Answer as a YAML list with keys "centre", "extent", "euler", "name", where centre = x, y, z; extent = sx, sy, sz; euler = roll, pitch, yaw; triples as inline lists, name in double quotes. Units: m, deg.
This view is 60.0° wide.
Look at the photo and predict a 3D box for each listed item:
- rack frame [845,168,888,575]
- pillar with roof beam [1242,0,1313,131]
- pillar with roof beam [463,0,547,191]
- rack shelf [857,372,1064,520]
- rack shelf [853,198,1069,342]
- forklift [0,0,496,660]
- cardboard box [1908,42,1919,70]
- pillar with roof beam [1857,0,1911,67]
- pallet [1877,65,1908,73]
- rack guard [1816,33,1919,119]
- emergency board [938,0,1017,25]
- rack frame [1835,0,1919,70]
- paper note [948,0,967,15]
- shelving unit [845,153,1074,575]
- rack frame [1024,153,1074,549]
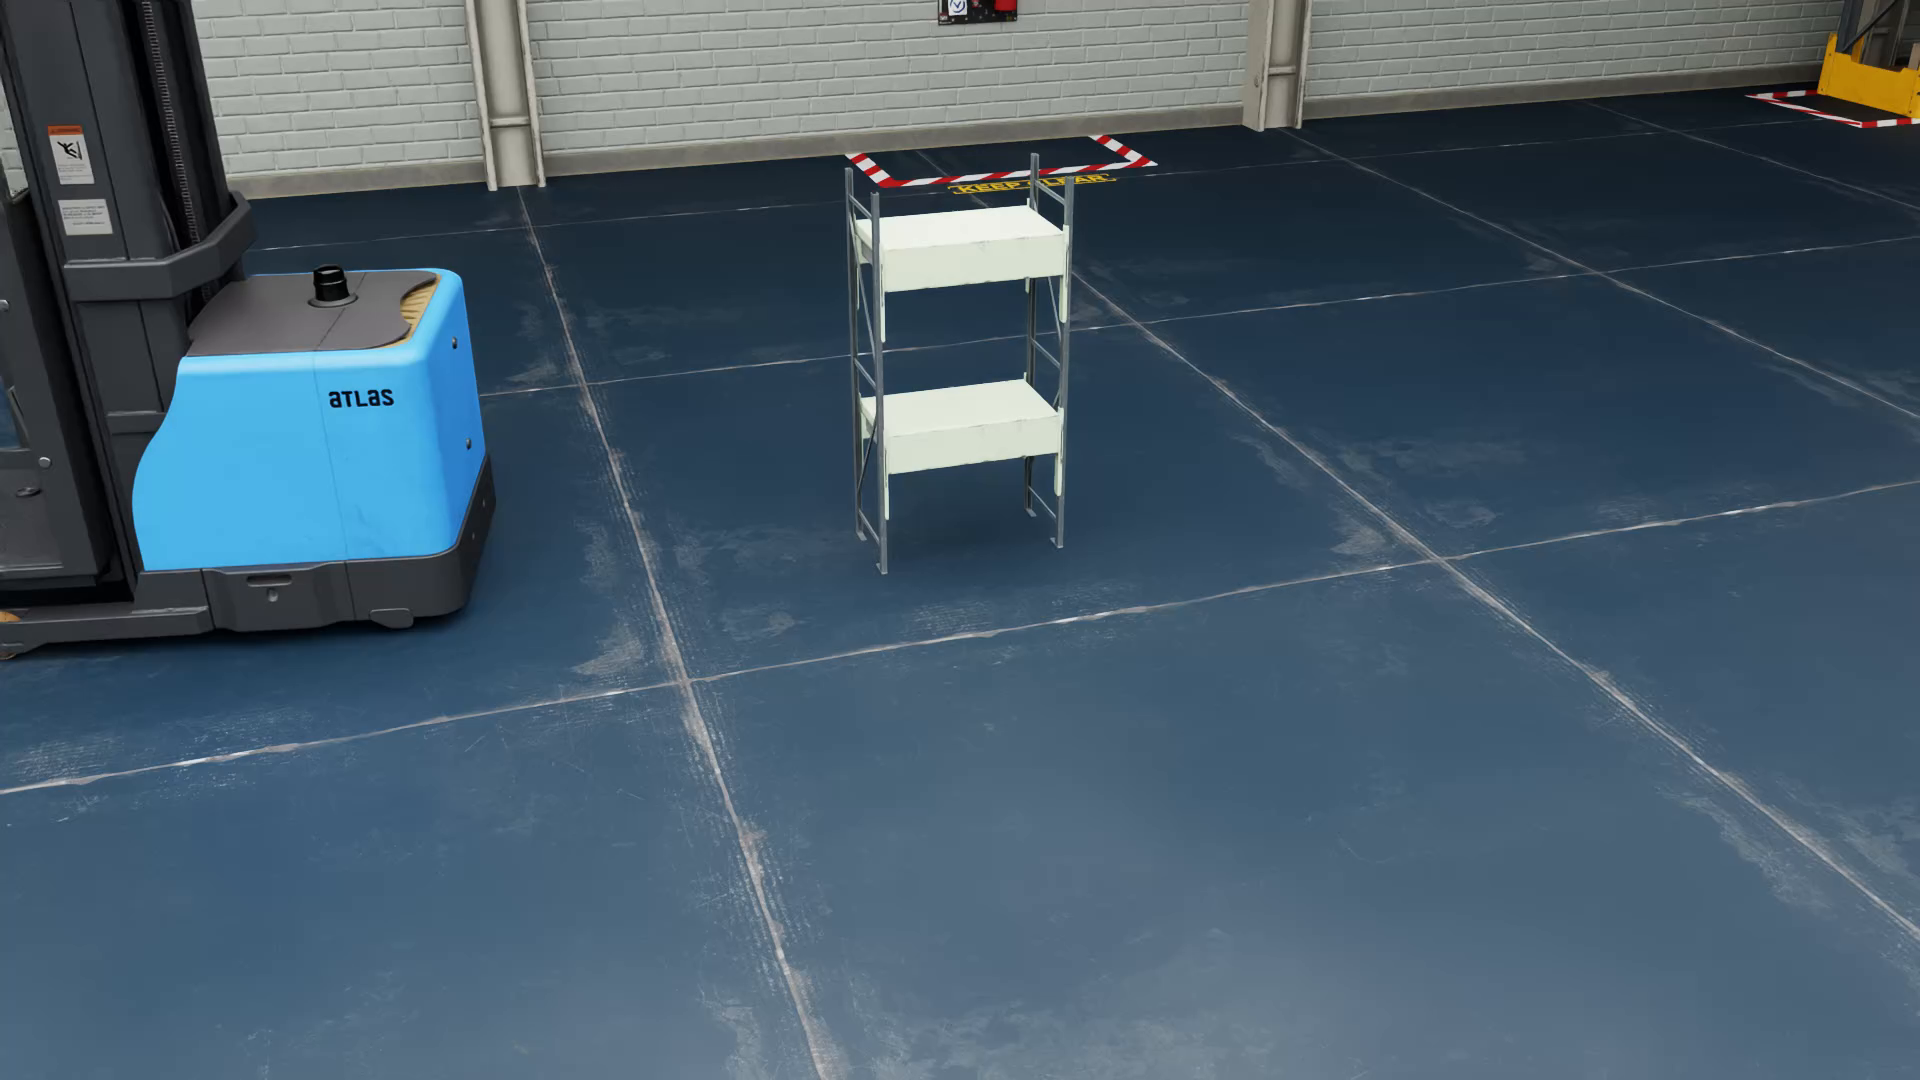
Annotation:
- centre: [-0.354, -0.620, 6.313]
  extent: [0.023, 1.500, 0.400]
  euler: [-8, 28, -16]
  name: "rack frame"
- centre: [3.867, -5.585, 7.880]
  extent: [0.400, 9.000, 9.100]
  euler: [-8, 28, -16]
  name: "pillar with roof beam"
- centre: [-1.838, -4.759, 6.216]
  extent: [0.400, 9.000, 9.100]
  euler: [-8, 28, -16]
  name: "pillar with roof beam"
- centre: [-0.006, -0.379, 6.560]
  extent: [0.720, 0.370, 0.431]
  euler: [-8, 28, -16]
  name: "rack shelf"
- centre: [-0.006, -1.020, 6.241]
  extent: [0.720, 0.370, 0.431]
  euler: [-8, 28, -16]
  name: "rack shelf"
- centre: [-3.371, -1.126, 5.722]
  extent: [3.031, 2.935, 1.130]
  euler: [-3, 27, -6]
  name: "forklift"
- centre: [8.527, -4.132, 14.229]
  extent: [0.500, 0.311, 0.500]
  euler: [-12, 29, -22]
  name: "cardboard box"
- centre: [9.572, -6.411, 9.544]
  extent: [0.400, 9.000, 9.100]
  euler: [-8, 28, -16]
  name: "pillar with roof beam"
- centre: [8.697, -3.941, 14.450]
  extent: [1.213, 0.211, 1.003]
  euler: [-8, 28, -16]
  name: "pallet"
- centre: [7.913, -3.973, 14.191]
  extent: [0.348, 0.500, 1.175]
  euler: [-8, 28, -16]
  name: "rack guard"
- centre: [0.172, -4.394, 12.227]
  extent: [0.643, 1.169, 0.194]
  euler: [-8, 28, -16]
  name: "emergency board"
- centre: [7.841, -5.082, 13.614]
  extent: [0.127, 3.000, 1.000]
  euler: [-8, 28, -16]
  name: "rack frame"
- centre: [-0.017, -4.004, 12.433]
  extent: [0.142, 0.148, 0.016]
  euler: [-8, 28, -16]
  name: "paper note"
- centre: [-0.006, -0.671, 6.415]
  extent: [0.755, 1.500, 0.431]
  euler: [-8, 28, -16]
  name: "shelving unit"
- centre: [0.342, -0.721, 6.516]
  extent: [0.023, 1.500, 0.400]
  euler: [-8, 28, -16]
  name: "rack frame"
